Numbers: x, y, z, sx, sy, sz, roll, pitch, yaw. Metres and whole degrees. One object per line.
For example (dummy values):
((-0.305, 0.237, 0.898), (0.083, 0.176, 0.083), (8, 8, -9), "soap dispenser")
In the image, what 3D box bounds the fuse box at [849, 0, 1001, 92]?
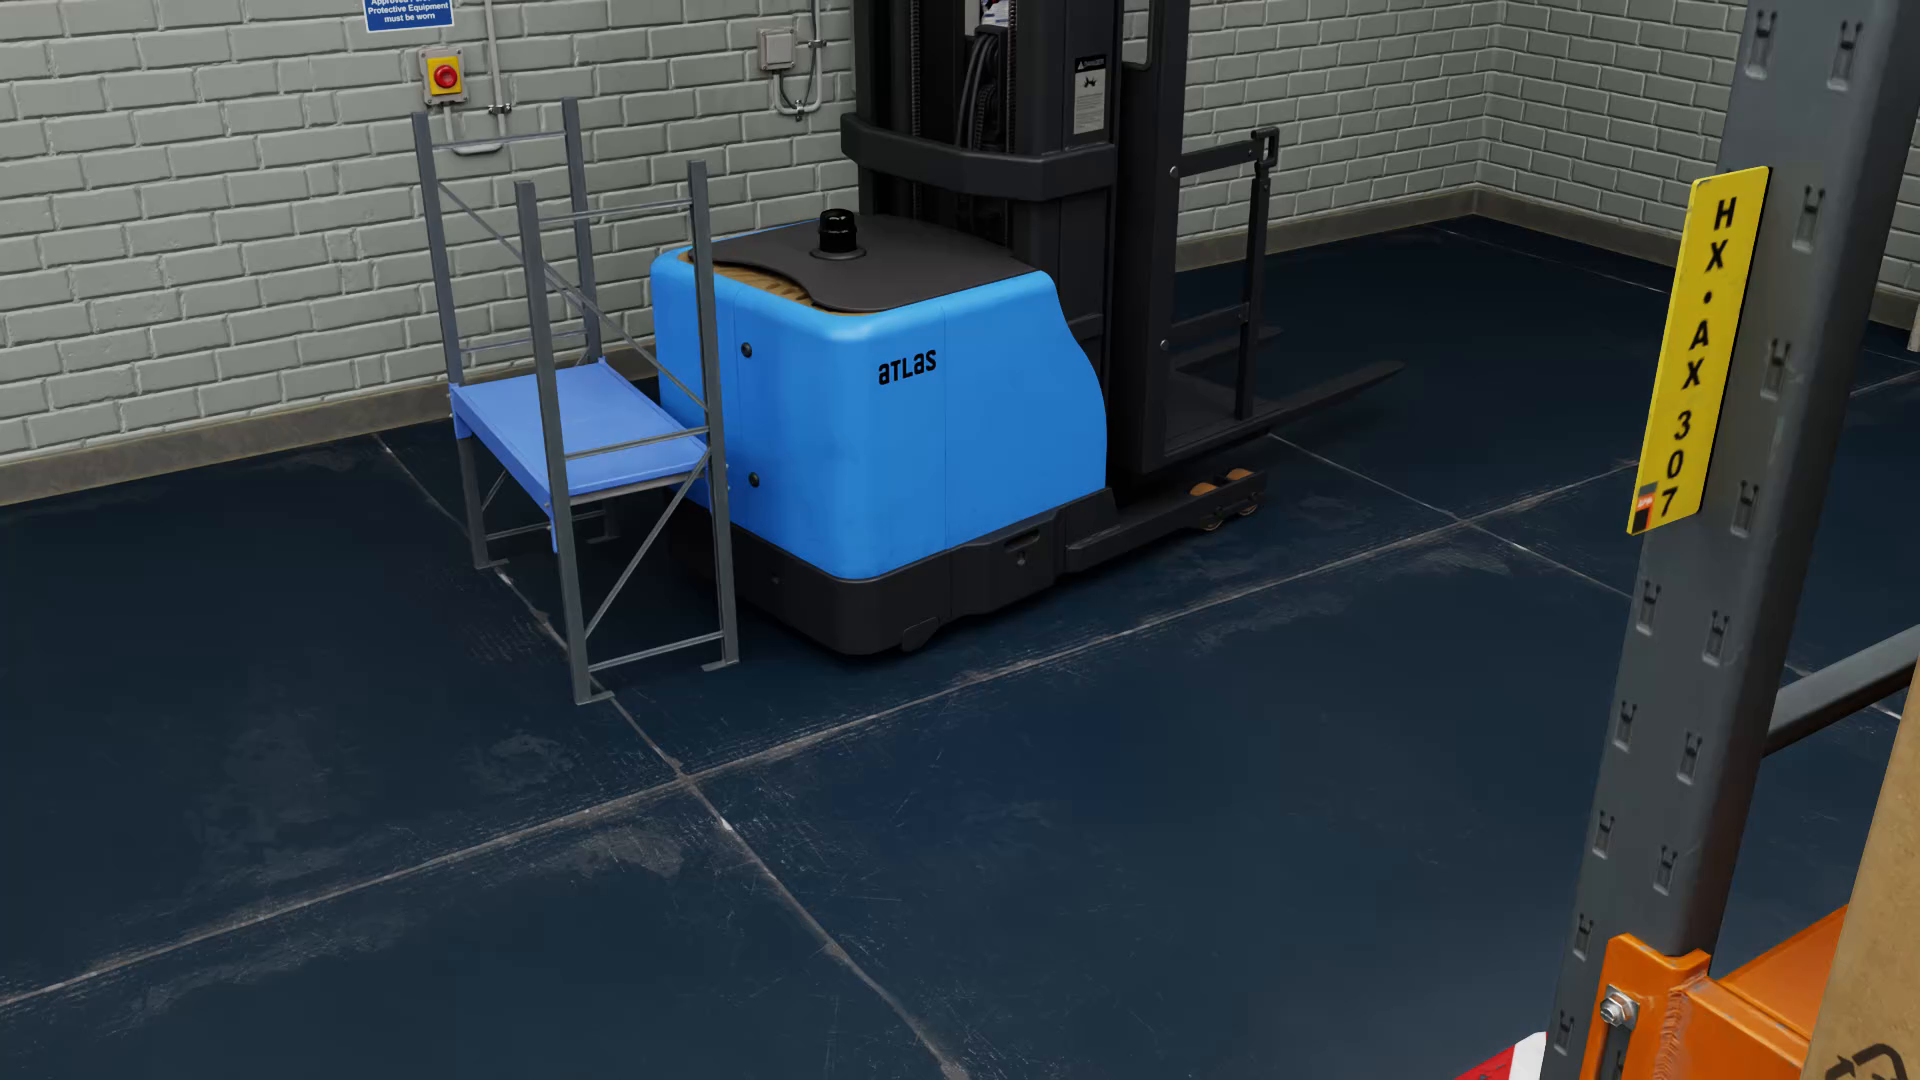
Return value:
((-0.138, -1.729, 7.407), (0.539, 1.711, 0.414), (-16, 29, -30), "fuse box")

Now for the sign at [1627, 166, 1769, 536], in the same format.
((0.652, -0.163, 1.474), (0.100, 0.325, 0.005), (-16, 29, -30), "sign")

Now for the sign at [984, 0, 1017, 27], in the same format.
((0.163, -2.457, 7.553), (0.329, 0.494, 0.001), (-16, 29, -30), "sign")

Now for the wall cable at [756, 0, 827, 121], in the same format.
((-0.795, -2.668, 6.698), (0.588, 1.984, 0.122), (-16, 29, -30), "wall cable")

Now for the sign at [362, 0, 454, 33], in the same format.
((-2.051, -2.007, 6.171), (0.327, 0.218, 0.001), (-16, 29, -30), "sign")

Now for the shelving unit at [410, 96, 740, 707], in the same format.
((-1.141, -0.448, 4.941), (0.538, 1.500, 1.048), (-14, 29, -27), "shelving unit")

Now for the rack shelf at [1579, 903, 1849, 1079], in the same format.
((2.212, 1.178, 0.583), (1.077, 0.370, 4.000), (-16, 29, -30), "rack shelf")

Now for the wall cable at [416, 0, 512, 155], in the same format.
((-1.977, -2.348, 5.982), (0.585, 1.953, 0.123), (-16, 29, -30), "wall cable")

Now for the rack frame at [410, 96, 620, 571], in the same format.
((-1.400, -0.635, 5.337), (0.500, 1.500, 0.032), (-14, 29, -27), "rack frame")

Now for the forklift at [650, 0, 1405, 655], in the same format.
((0.461, -1.504, 5.504), (3.031, 2.935, 1.130), (-21, 33, -38), "forklift")

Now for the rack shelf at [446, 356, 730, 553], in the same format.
((-1.141, -0.285, 5.018), (0.538, 0.185, 1.000), (-14, 29, -27), "rack shelf")

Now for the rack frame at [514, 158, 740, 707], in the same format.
((-0.883, -0.261, 4.545), (0.500, 1.500, 0.032), (-14, 29, -27), "rack frame")
